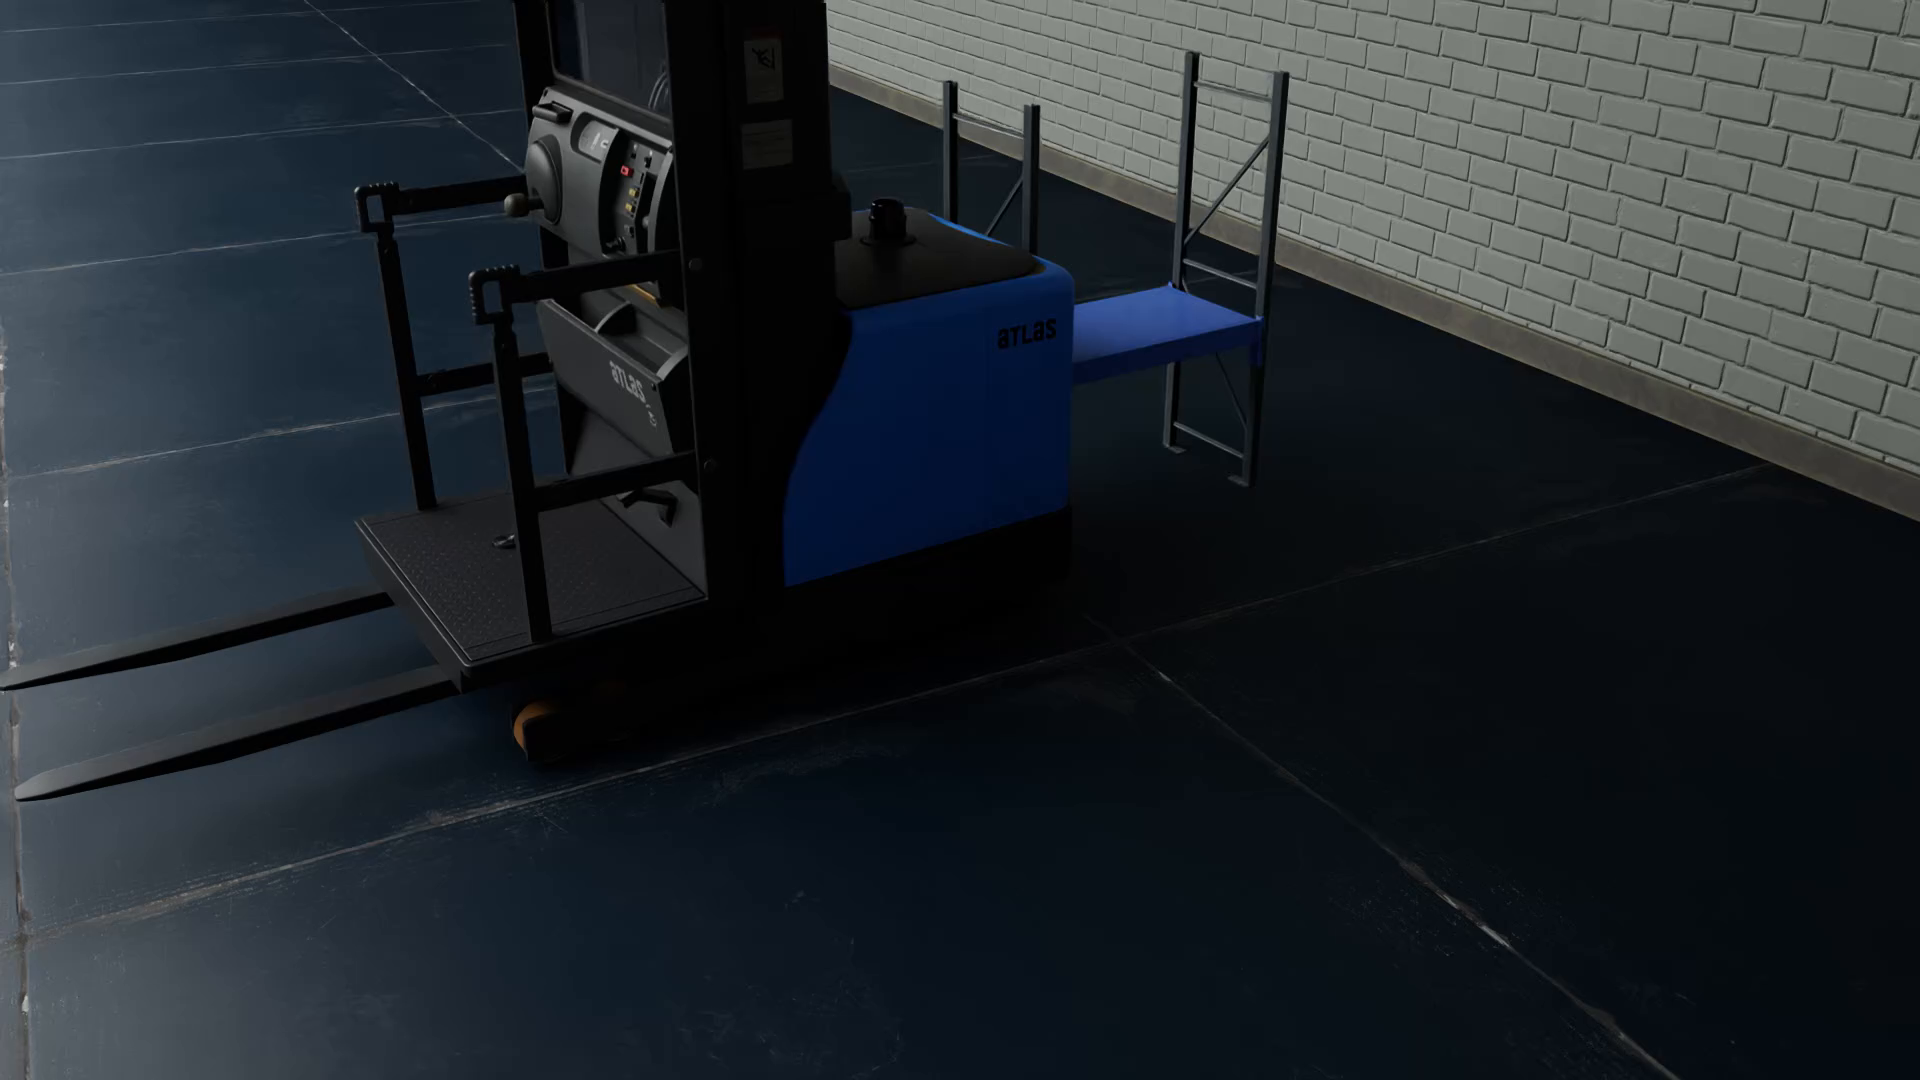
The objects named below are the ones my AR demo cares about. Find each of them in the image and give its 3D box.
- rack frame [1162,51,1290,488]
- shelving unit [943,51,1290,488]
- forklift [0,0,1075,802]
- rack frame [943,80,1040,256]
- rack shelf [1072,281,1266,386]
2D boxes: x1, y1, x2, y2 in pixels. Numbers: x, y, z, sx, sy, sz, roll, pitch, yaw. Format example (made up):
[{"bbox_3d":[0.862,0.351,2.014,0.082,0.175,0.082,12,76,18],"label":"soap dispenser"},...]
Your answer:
[{"bbox_3d":[0.944,-0.961,6.020,0.032,1.500,0.500,-16,30,-30],"label":"rack frame"},{"bbox_3d":[0.519,-0.841,5.769,1.048,1.500,0.538,-16,30,-30],"label":"shelving unit"},{"bbox_3d":[-1.155,-0.981,4.407,3.031,2.935,1.130,-16,30,-30],"label":"forklift"},{"bbox_3d":[0.093,-0.721,5.518,0.032,1.500,0.500,-16,30,-30],"label":"rack frame"},{"bbox_3d":[0.519,-0.679,5.847,1.000,0.185,0.538,-16,30,-30],"label":"rack shelf"}]
